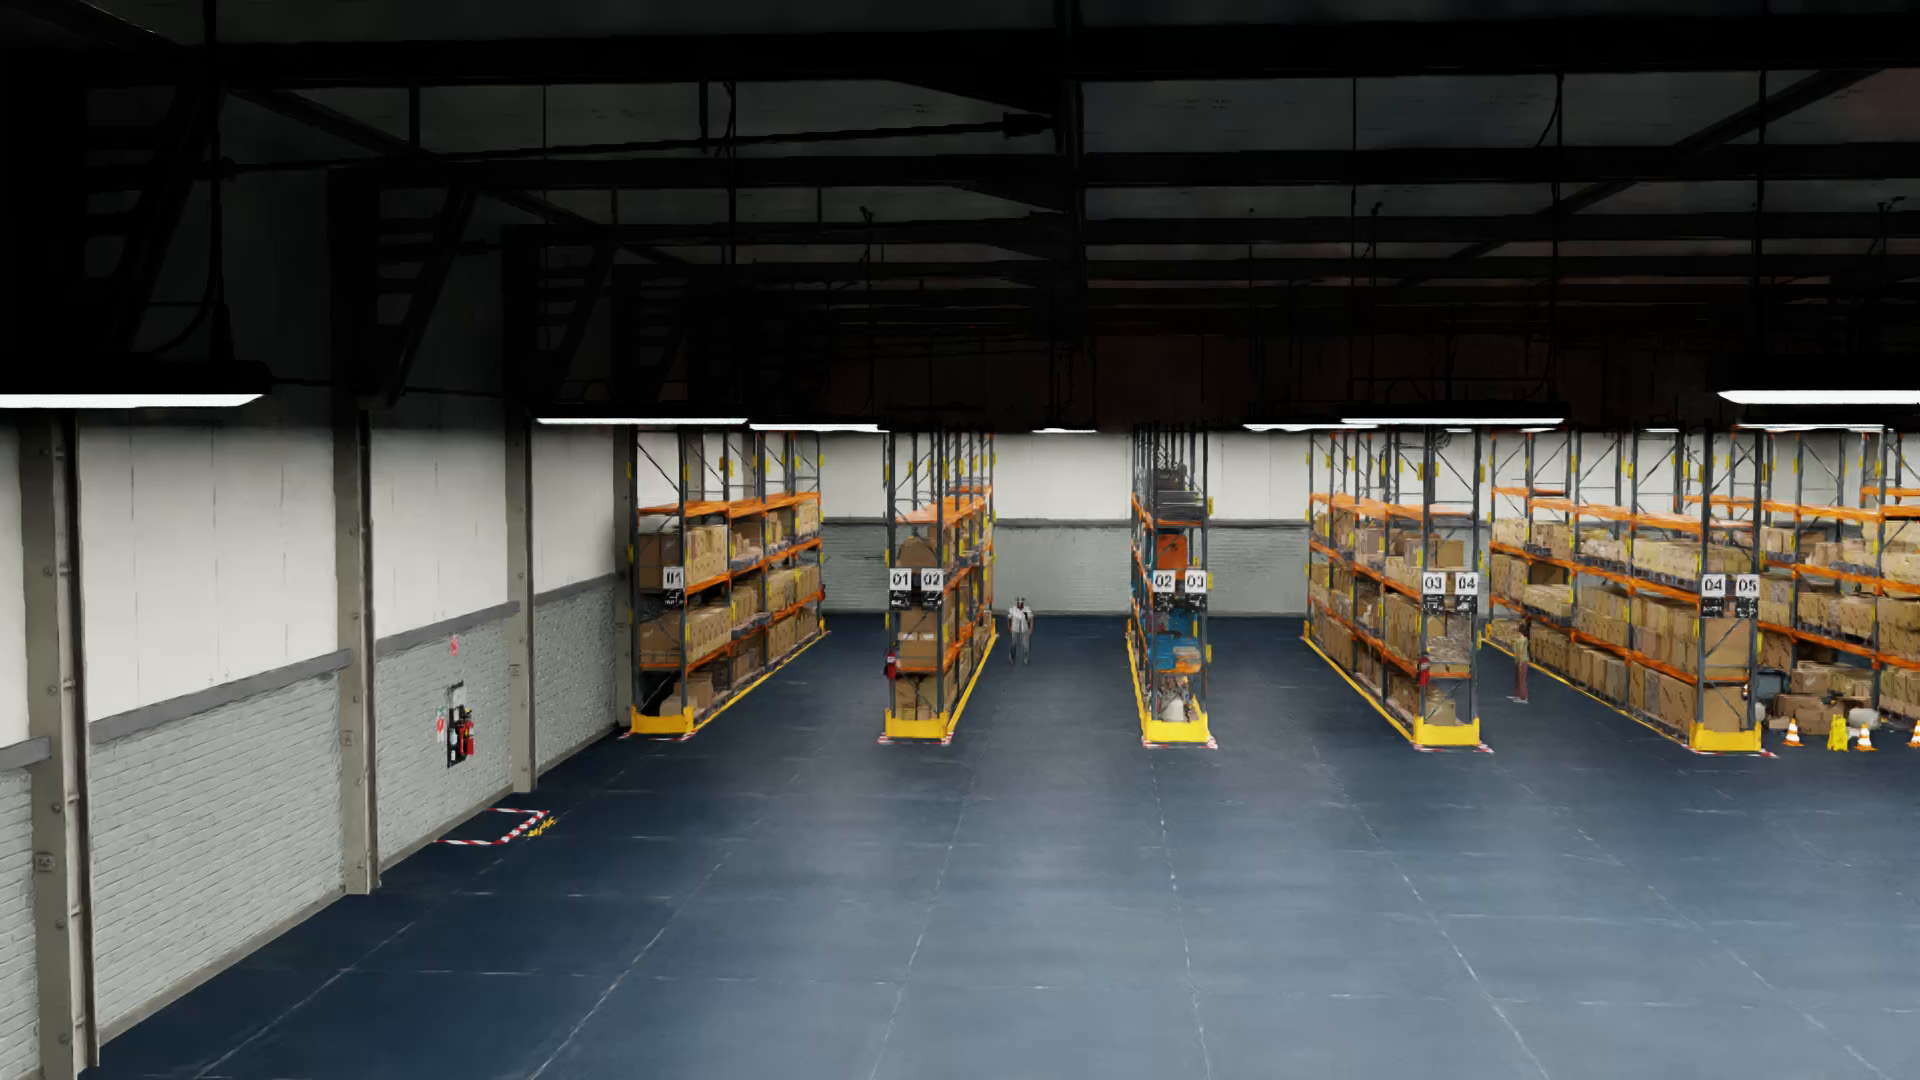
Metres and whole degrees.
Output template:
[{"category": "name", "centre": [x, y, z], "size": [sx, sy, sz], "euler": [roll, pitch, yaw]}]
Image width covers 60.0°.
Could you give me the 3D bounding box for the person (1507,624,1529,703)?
[{"category": "person", "centre": [11.944, 2.623, 35.547], "size": [0.482, 1.674, 0.492], "euler": [2, 4, 34]}]

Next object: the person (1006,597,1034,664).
[{"category": "person", "centre": [1.501, 2.245, 41.514], "size": [0.682, 1.715, 0.542], "euler": [0, 4, 3]}]
